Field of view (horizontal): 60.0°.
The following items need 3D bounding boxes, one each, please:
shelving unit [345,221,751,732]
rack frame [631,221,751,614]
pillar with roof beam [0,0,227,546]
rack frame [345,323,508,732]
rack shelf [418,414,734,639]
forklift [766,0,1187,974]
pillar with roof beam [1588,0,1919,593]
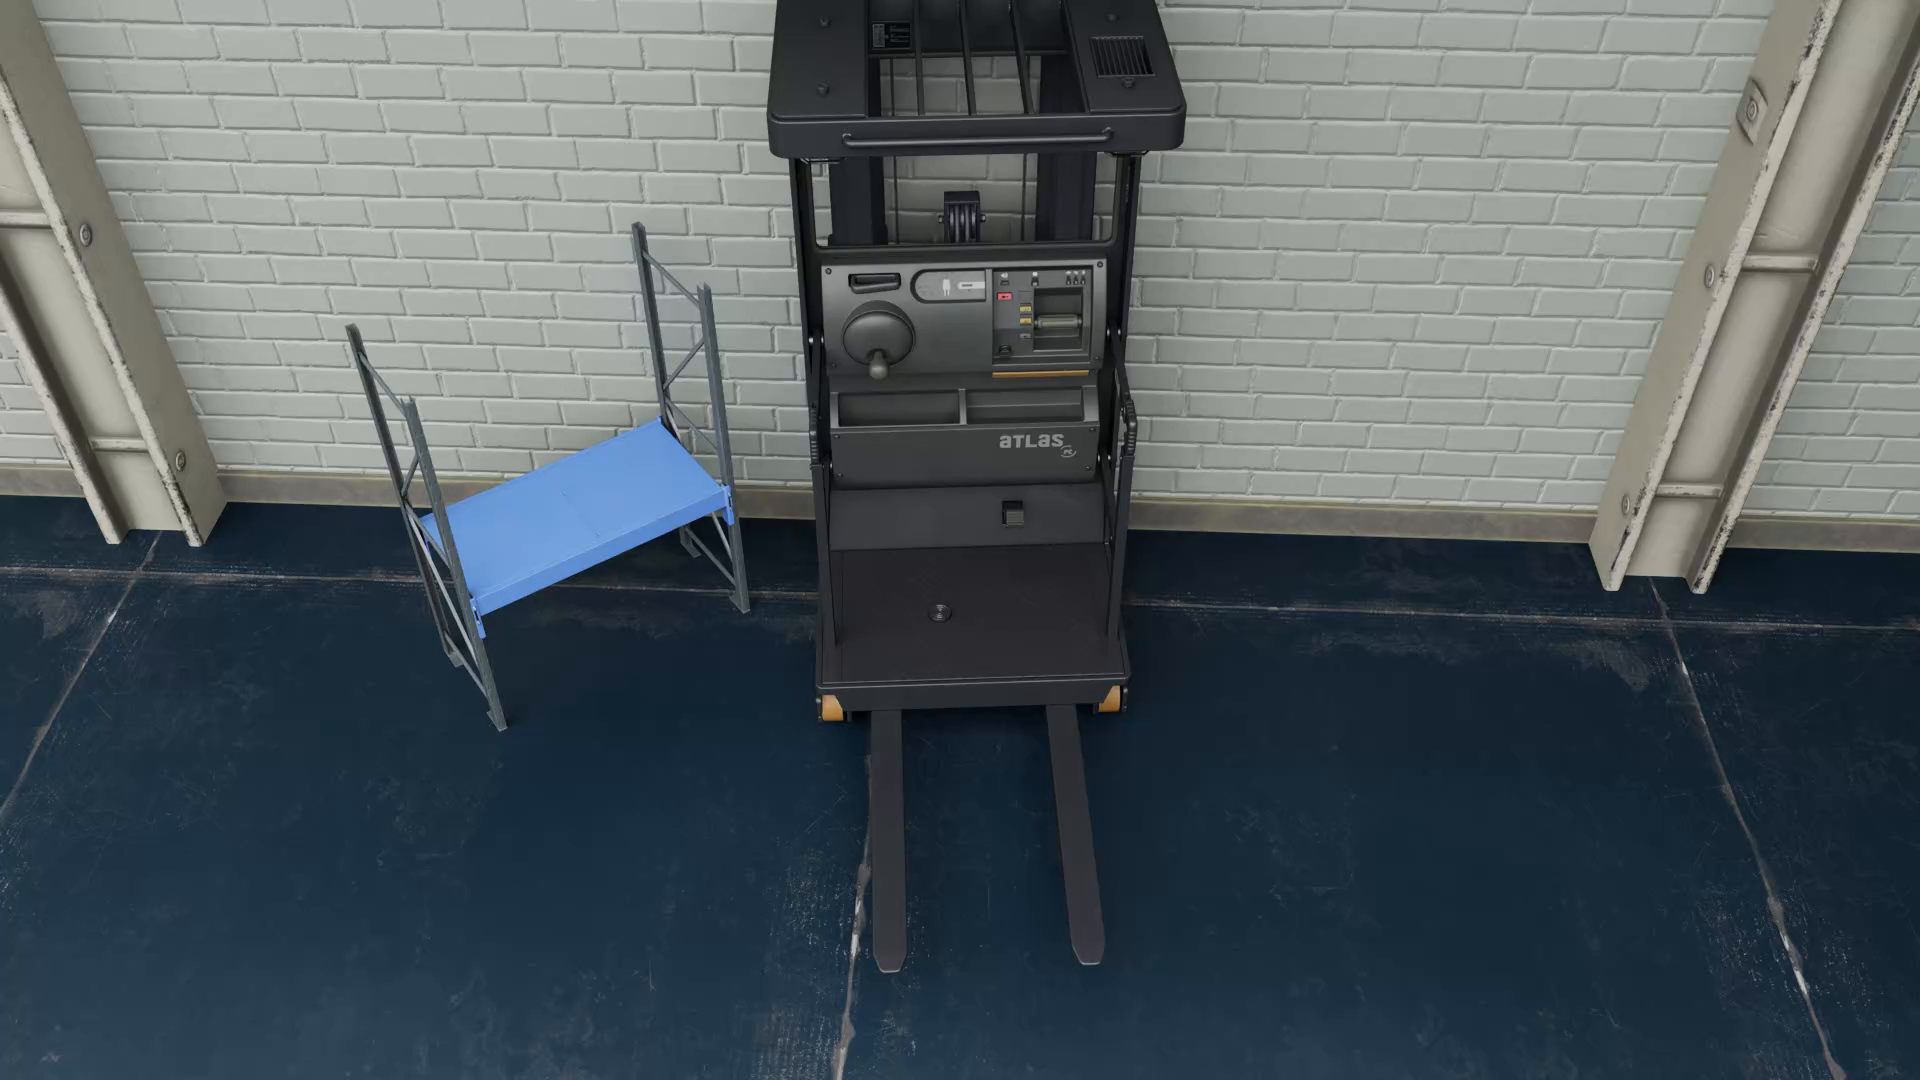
[{"bbox_3d":[-1.384,-0.202,5.866,1.048,1.500,0.538,-26,49,-25],"label":"shelving unit"},{"bbox_3d":[-0.972,-0.405,6.084,0.032,1.500,0.500,-26,49,-25],"label":"rack frame"},{"bbox_3d":[-3.448,-0.447,0.628,0.400,9.000,9.100,2,43,2],"label":"pillar with roof beam"},{"bbox_3d":[-1.795,0.002,5.648,0.032,1.500,0.500,-26,49,-25],"label":"rack frame"},{"bbox_3d":[-1.384,-0.070,5.989,1.000,0.185,0.538,-26,49,-25],"label":"rack shelf"},{"bbox_3d":[0.027,-0.644,5.291,1.130,2.935,3.031,-2,43,-2],"label":"forklift"},{"bbox_3d":[2.546,-0.263,0.430,0.400,9.000,9.100,2,43,2],"label":"pillar with roof beam"}]
